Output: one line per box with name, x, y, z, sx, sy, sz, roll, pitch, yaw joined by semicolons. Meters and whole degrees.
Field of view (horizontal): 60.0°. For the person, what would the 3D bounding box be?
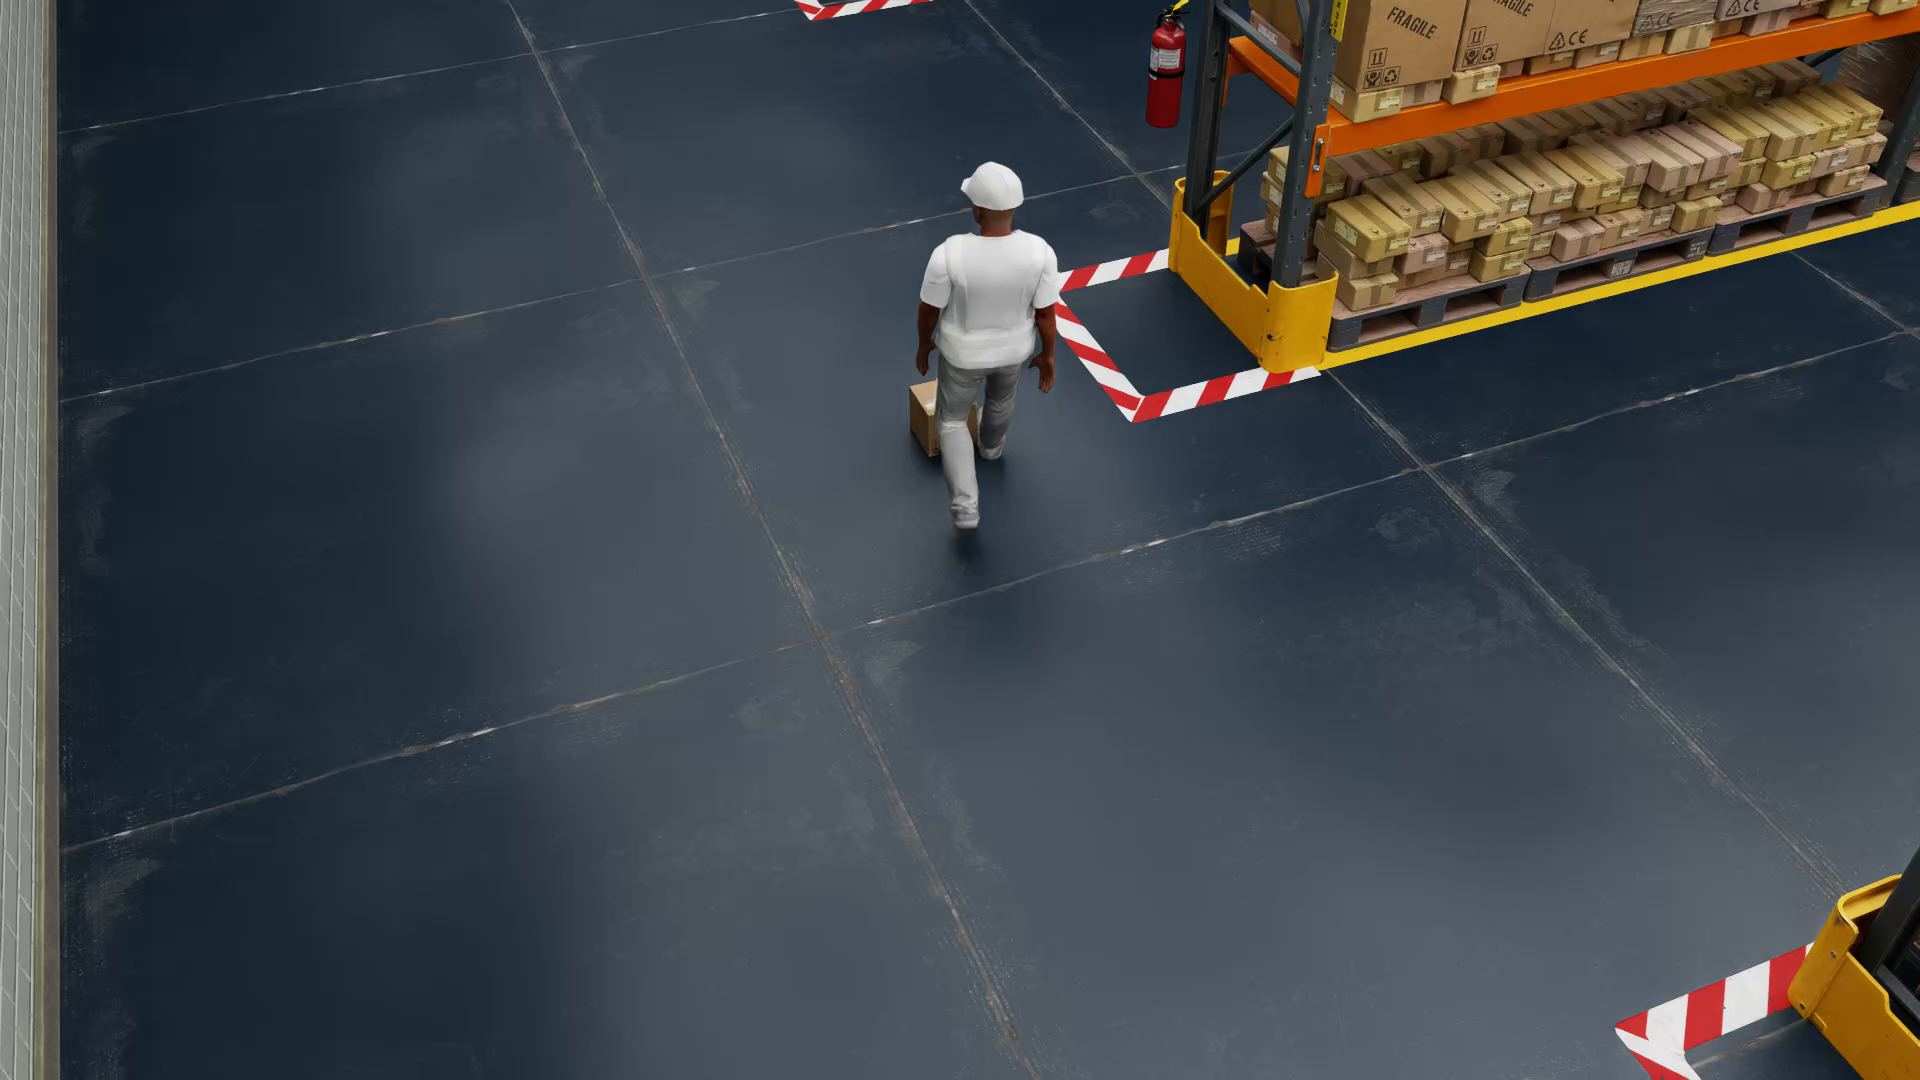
person;0.095;-0.877;7.172;0.588;1.730;0.986;-7;42;-8
